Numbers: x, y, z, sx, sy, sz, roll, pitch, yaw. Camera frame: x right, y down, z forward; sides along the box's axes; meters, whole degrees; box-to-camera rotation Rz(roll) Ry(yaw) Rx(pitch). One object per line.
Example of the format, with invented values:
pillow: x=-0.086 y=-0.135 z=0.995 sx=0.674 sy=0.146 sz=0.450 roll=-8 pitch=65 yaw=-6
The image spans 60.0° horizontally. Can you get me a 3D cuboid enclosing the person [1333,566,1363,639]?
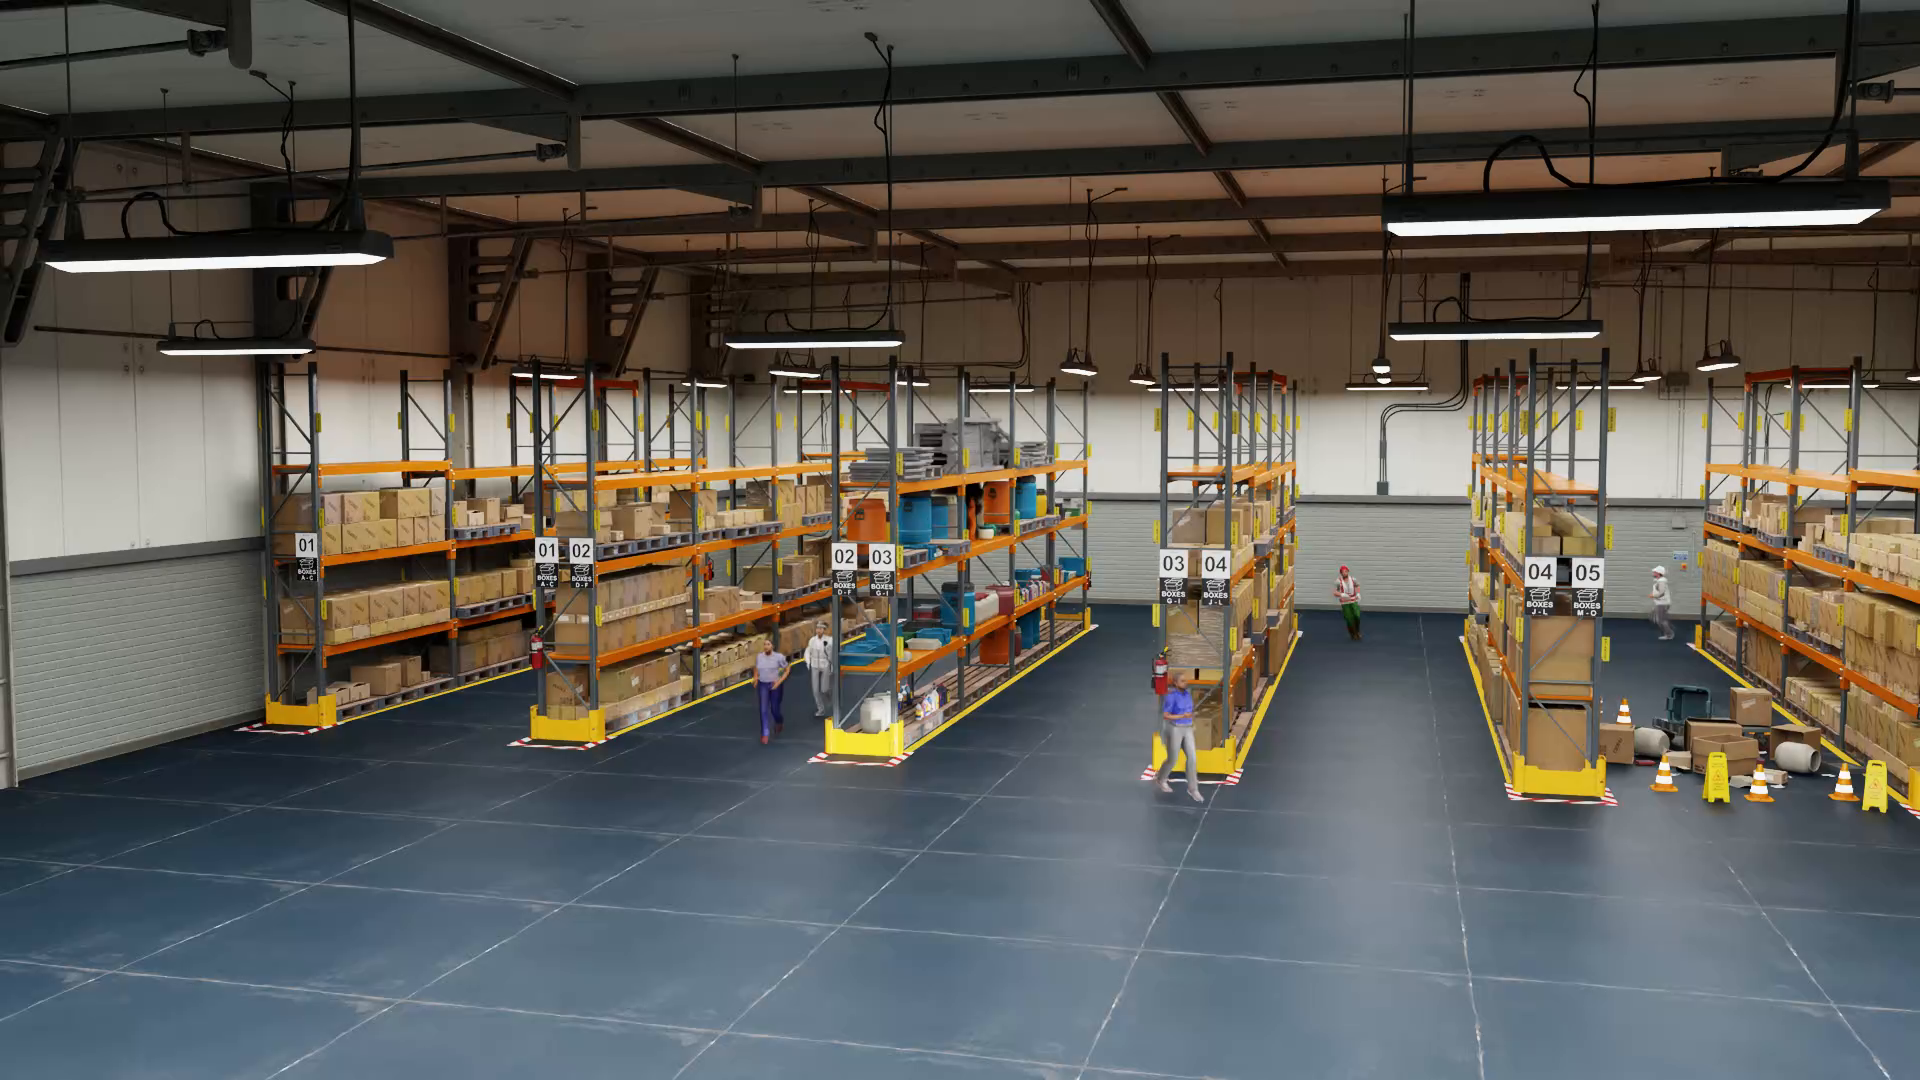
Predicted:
person: x=8.928 y=1.443 z=38.242 sx=0.715 sy=1.713 sz=0.580 roll=0 pitch=4 yaw=2

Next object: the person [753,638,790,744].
person: x=-2.969 y=2.354 z=26.226 sx=0.608 sy=1.660 sz=0.710 roll=1 pitch=4 yaw=7

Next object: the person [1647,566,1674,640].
person: x=16.180 y=1.452 z=38.377 sx=0.620 sy=1.710 sz=0.696 roll=2 pitch=4 yaw=23

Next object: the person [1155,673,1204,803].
person: x=2.925 y=2.610 z=22.191 sx=0.578 sy=1.693 sz=0.802 roll=-3 pitch=5 yaw=-34

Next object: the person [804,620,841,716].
person: x=-2.351 y=2.176 z=28.388 sx=0.664 sy=1.644 sz=0.580 roll=1 pitch=4 yaw=15
